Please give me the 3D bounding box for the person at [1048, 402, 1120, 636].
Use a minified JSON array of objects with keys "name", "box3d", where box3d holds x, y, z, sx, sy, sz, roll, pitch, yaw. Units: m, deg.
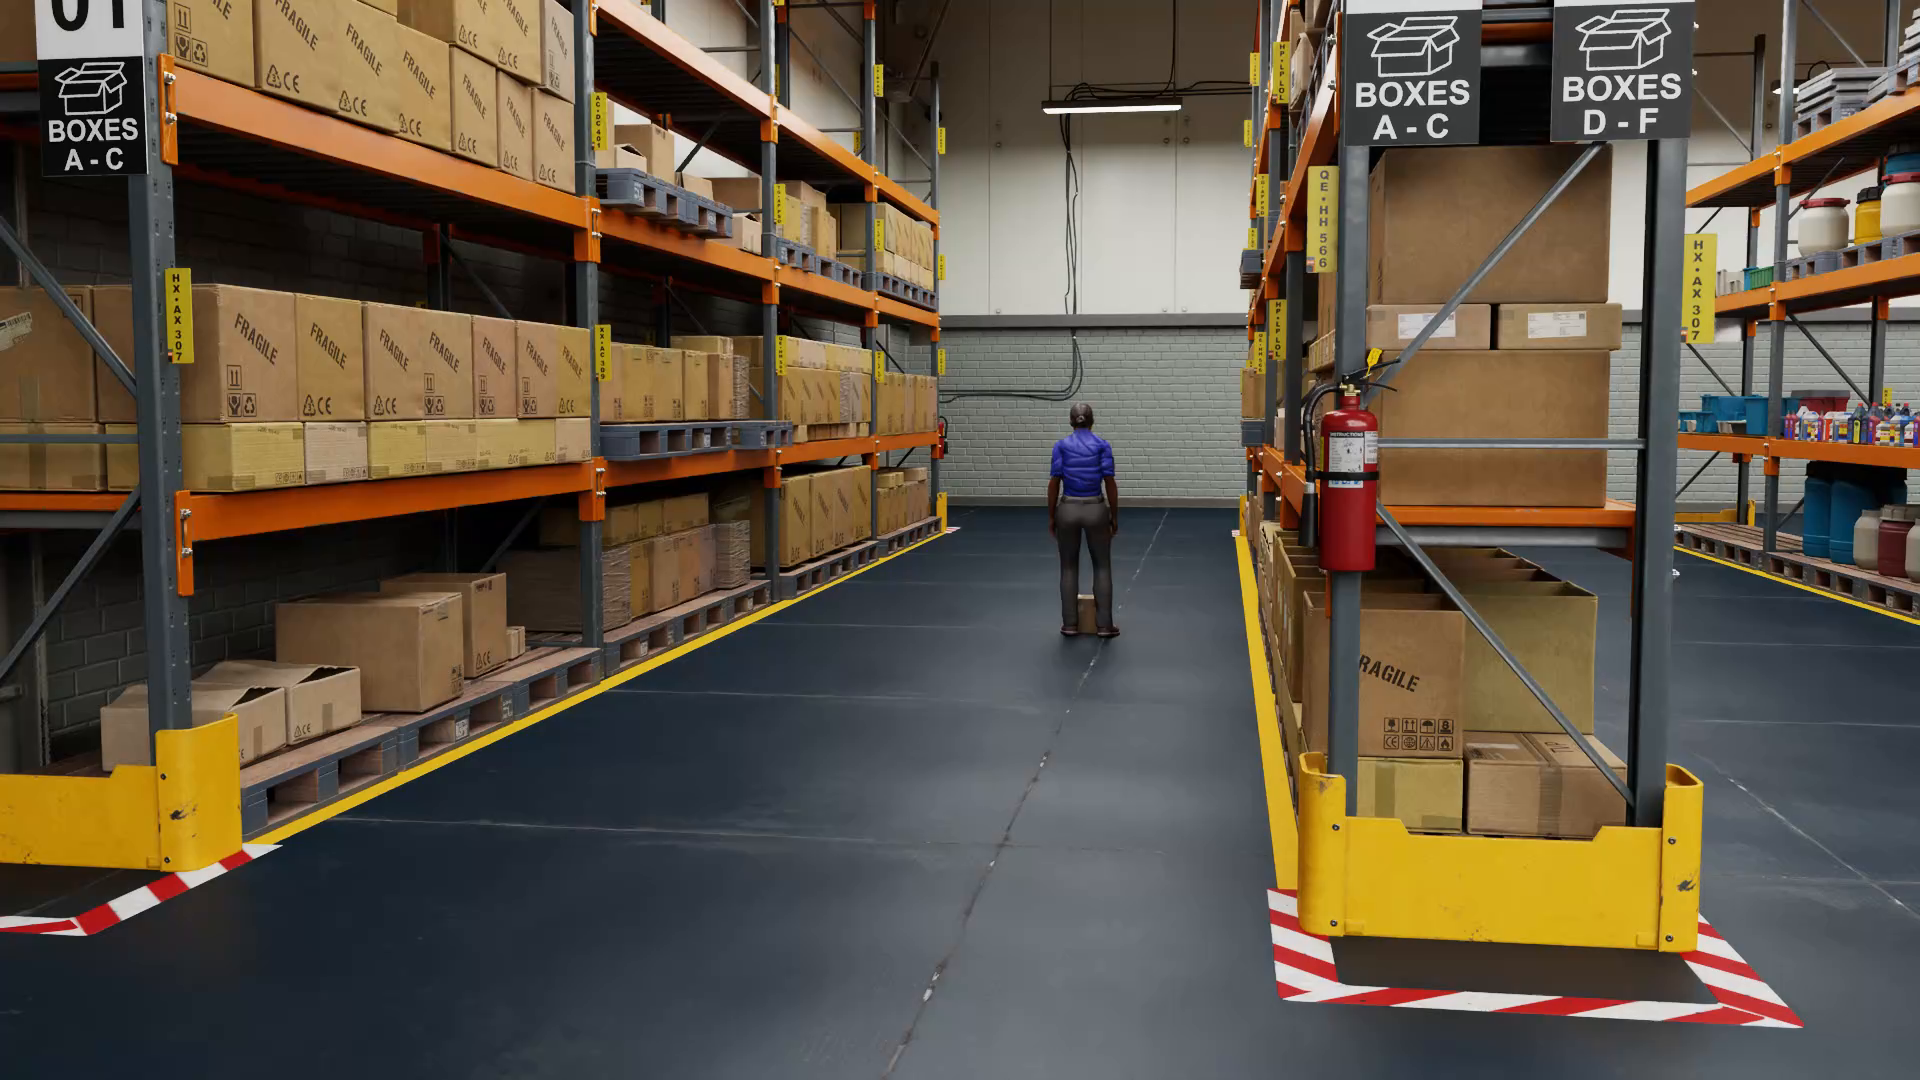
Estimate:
[{"name":"person","box3d":[0.880,-0.148,11.773,0.509,1.655,0.391,1,5,8]}]
